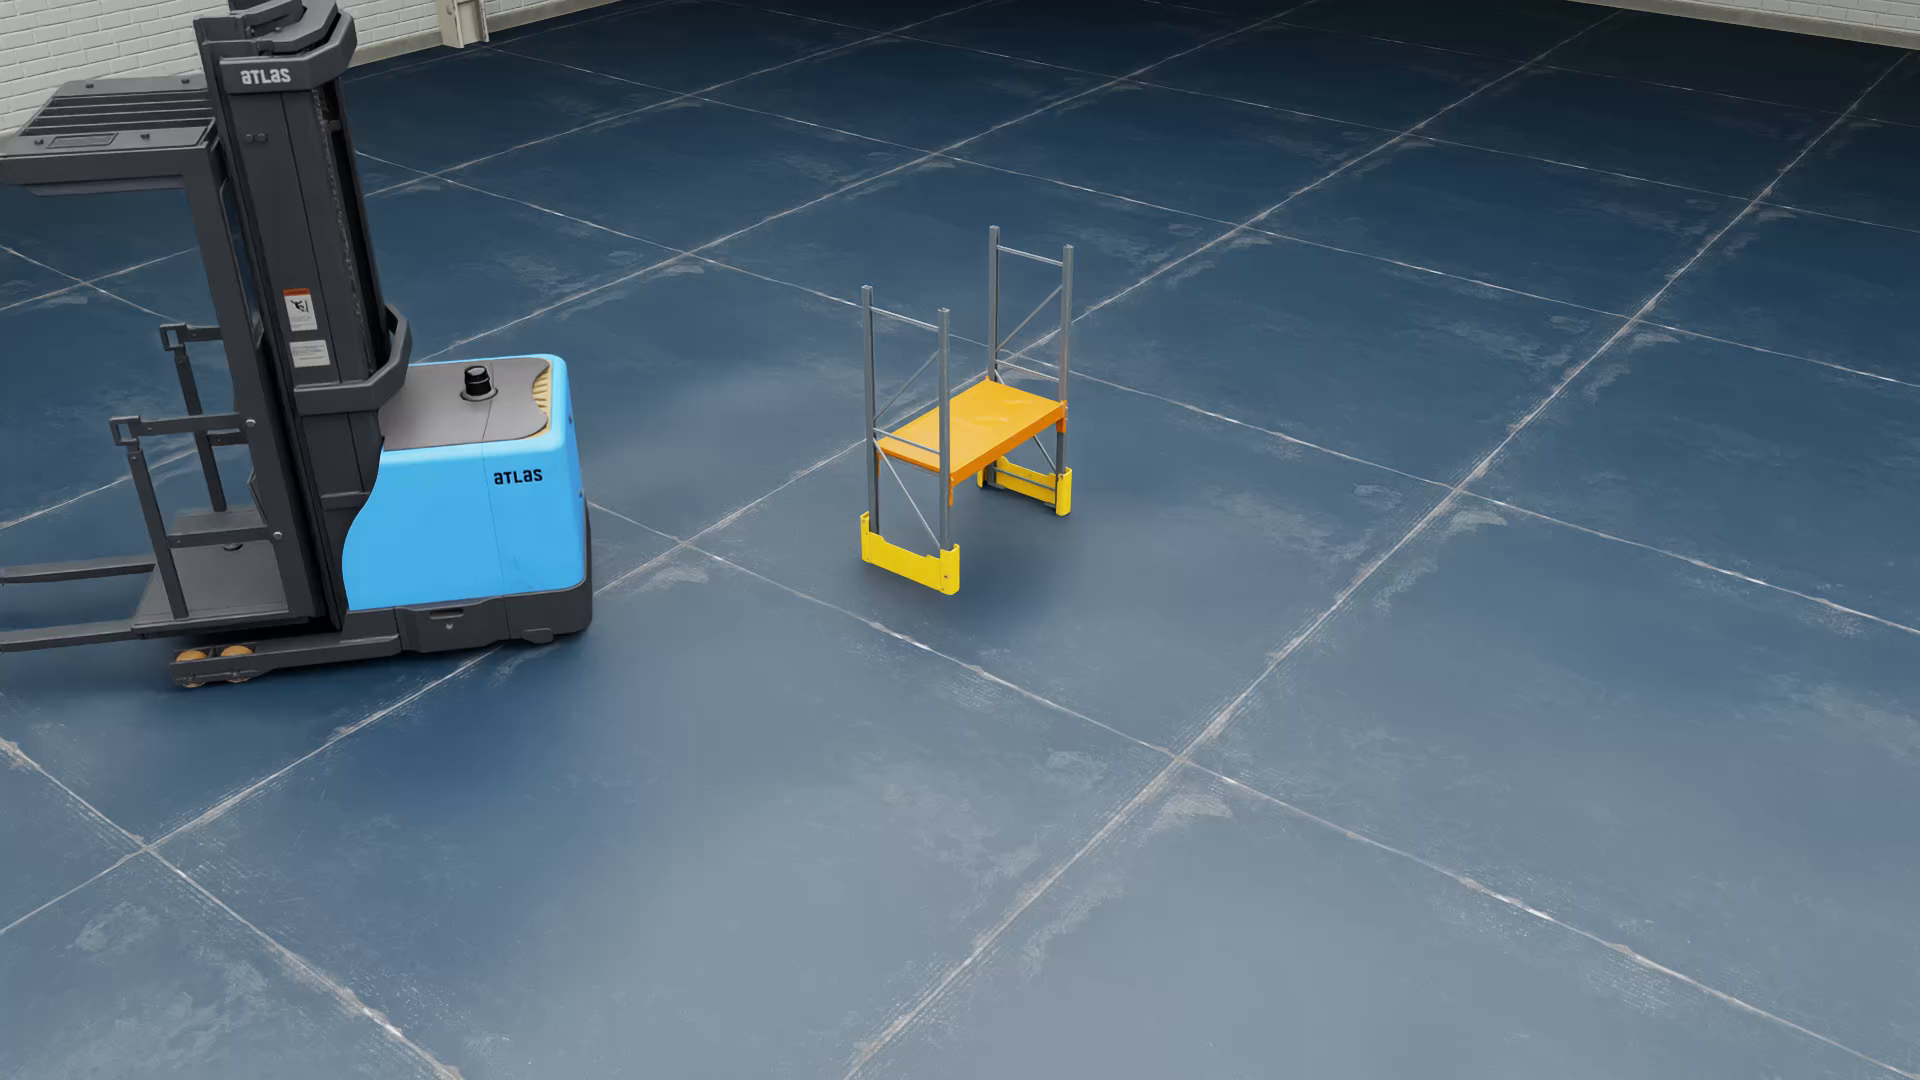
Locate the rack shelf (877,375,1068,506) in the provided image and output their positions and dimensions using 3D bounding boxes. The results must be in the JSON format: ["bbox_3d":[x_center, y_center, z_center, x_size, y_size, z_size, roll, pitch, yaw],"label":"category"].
[{"bbox_3d":[0.052,-0.525,8.518,0.538,0.185,1.000,21,37,31],"label":"rack shelf"}]

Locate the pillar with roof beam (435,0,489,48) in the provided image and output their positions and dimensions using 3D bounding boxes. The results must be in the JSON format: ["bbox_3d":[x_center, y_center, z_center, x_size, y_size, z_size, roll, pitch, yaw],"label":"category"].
[{"bbox_3d":[-1.823,-7.836,13.146,9.100,9.000,0.400,21,37,31],"label":"pillar with roof beam"}]

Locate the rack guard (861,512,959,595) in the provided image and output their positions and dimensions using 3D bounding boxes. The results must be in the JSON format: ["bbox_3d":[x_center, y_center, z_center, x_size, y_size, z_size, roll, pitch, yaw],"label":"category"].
[{"bbox_3d":[-0.255,0.064,8.397,0.587,0.250,0.087,21,37,31],"label":"rack guard"}]

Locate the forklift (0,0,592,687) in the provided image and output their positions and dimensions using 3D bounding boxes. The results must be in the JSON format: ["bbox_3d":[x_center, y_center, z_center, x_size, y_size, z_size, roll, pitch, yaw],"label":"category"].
[{"bbox_3d":[-3.331,-0.880,7.361,3.031,2.935,1.130,-6,31,-10],"label":"forklift"}]

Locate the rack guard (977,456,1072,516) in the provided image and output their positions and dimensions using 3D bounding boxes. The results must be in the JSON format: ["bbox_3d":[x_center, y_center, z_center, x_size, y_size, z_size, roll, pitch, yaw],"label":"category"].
[{"bbox_3d":[0.347,-0.341,9.080,0.587,0.250,0.087,21,37,31],"label":"rack guard"}]

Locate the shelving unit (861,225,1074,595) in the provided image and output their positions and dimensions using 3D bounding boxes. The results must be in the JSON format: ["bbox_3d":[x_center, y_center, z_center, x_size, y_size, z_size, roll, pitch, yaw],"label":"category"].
[{"bbox_3d":[0.046,-0.676,8.420,0.587,1.500,1.083,21,37,31],"label":"shelving unit"}]

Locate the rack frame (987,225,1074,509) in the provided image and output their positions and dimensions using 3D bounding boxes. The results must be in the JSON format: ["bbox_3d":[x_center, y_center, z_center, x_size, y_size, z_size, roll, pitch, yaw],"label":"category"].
[{"bbox_3d":[0.358,-0.887,8.775,0.500,1.500,0.032,21,37,31],"label":"rack frame"}]

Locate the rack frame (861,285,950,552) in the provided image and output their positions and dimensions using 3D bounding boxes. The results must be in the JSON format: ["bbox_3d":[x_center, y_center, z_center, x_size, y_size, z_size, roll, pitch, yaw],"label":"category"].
[{"bbox_3d":[-0.255,-0.473,8.077,0.500,1.500,0.032,21,37,31],"label":"rack frame"}]
